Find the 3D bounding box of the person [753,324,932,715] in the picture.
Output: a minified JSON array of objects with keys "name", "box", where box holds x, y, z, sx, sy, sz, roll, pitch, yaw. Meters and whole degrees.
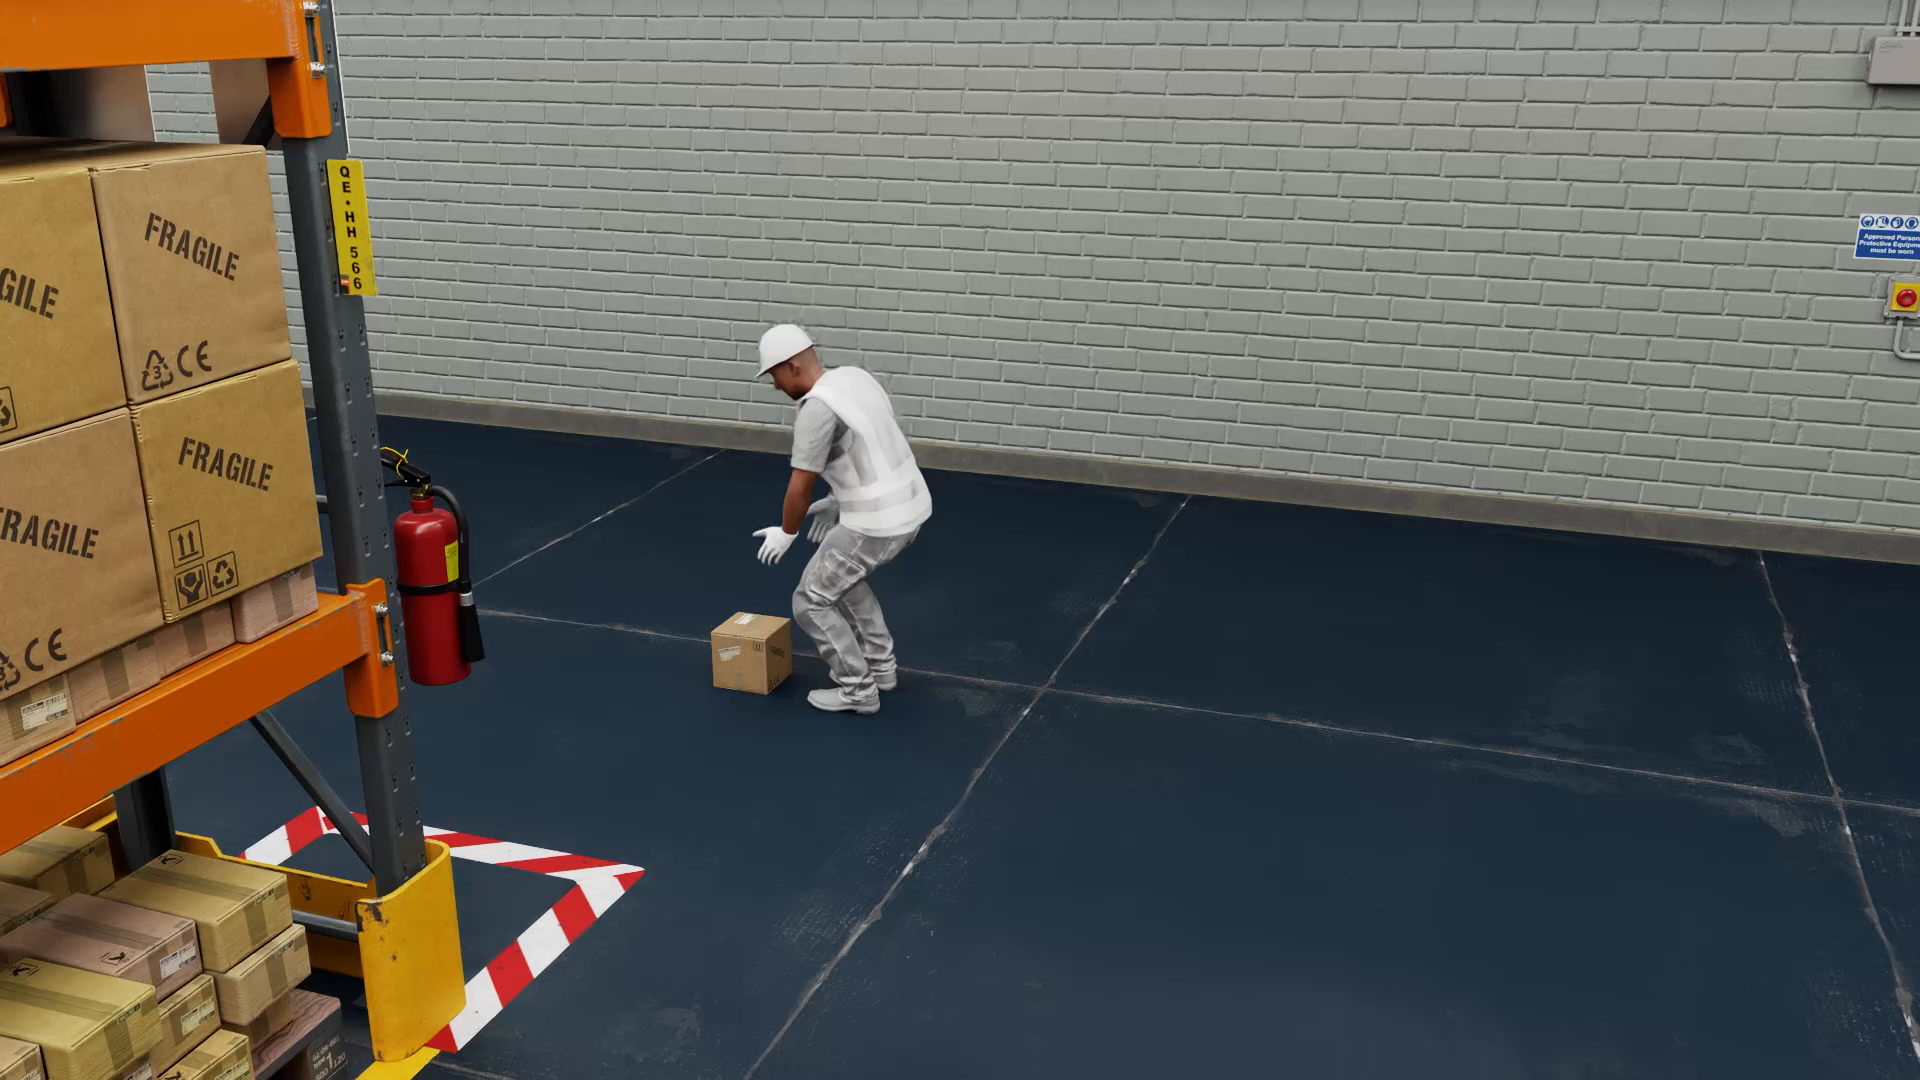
[{"name":"person","box":[-0.472,-0.080,6.635,0.674,1.552,0.606,6,20,19]}]
